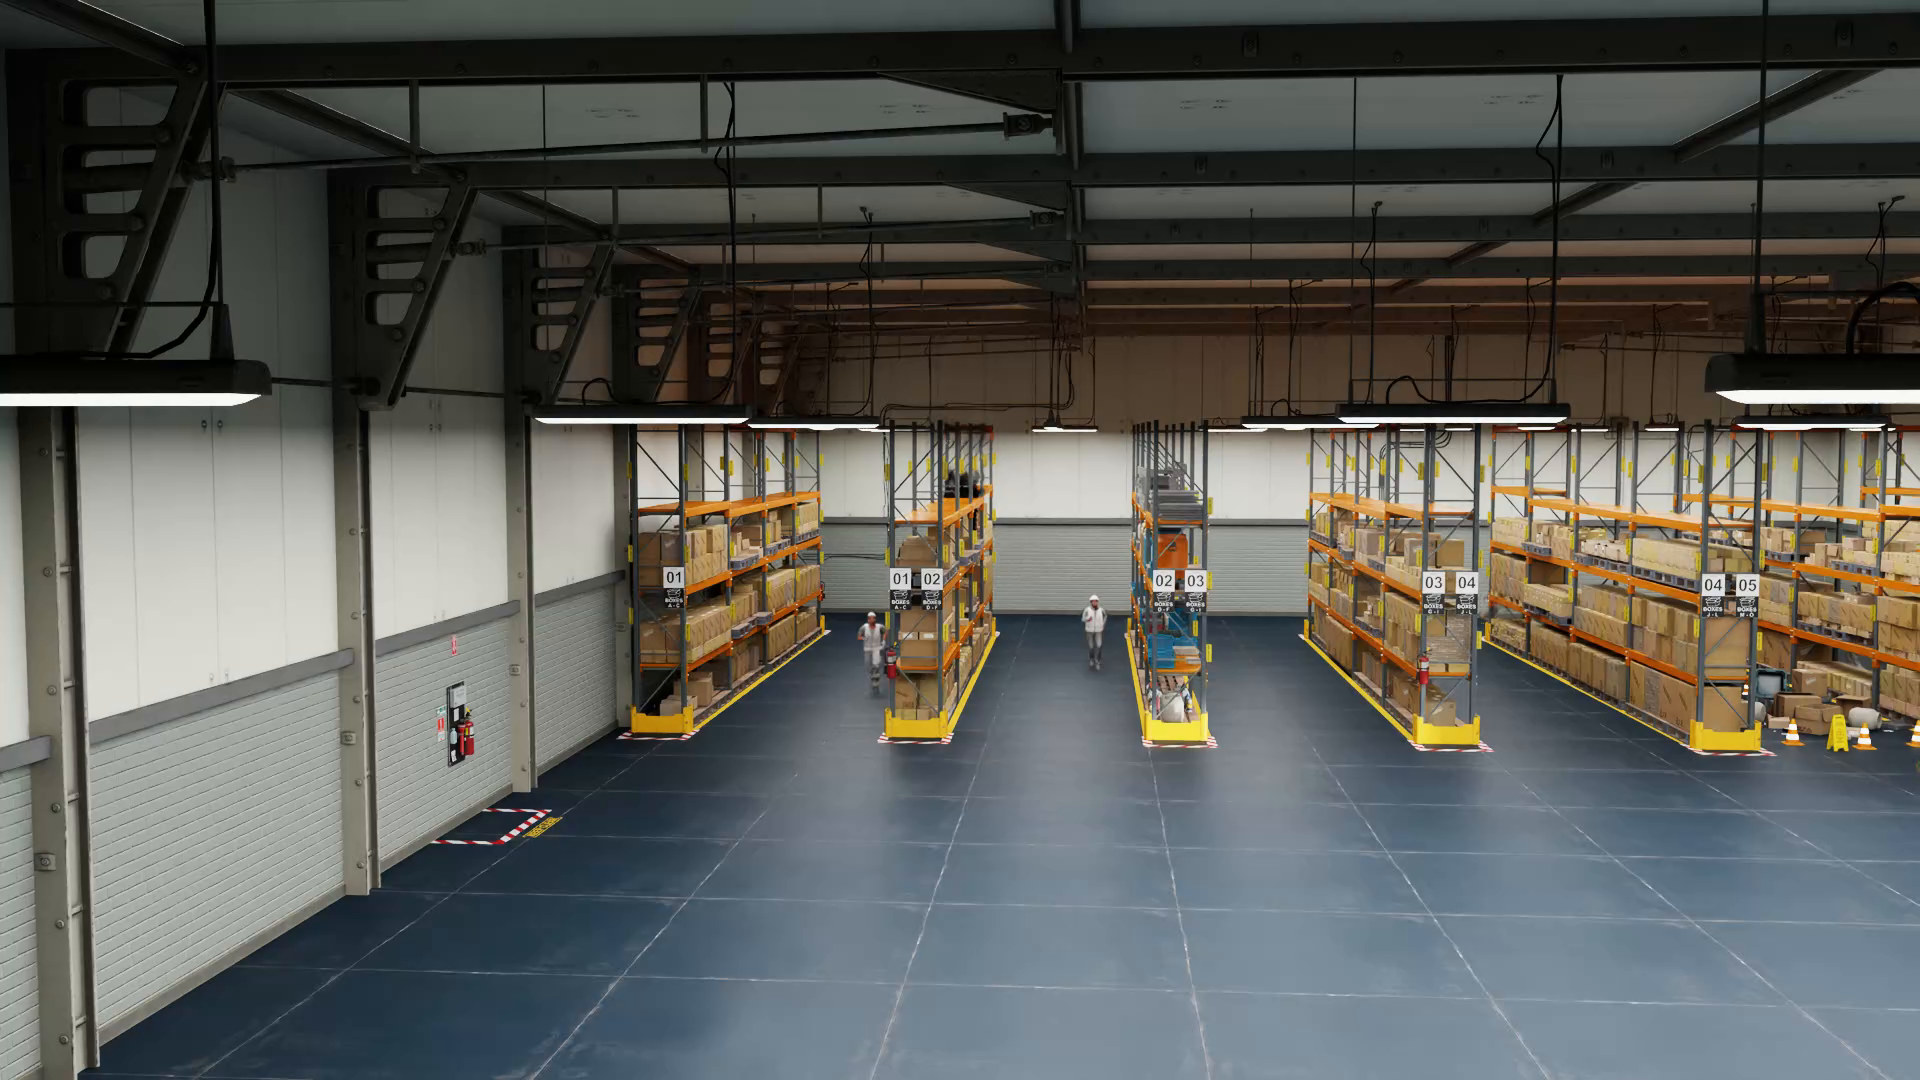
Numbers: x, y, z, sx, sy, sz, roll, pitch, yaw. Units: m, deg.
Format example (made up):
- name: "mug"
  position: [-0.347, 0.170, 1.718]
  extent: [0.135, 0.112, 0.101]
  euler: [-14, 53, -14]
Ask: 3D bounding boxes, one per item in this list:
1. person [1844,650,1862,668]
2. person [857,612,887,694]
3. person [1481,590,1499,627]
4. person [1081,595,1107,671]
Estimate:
- name: "person"
  position: [21.252, 2.445, 39.580]
  extent: [0.546, 1.562, 0.496]
  euler: [0, 4, -2]
- name: "person"
  position: [-1.960, 2.501, 37.003]
  extent: [0.631, 1.823, 0.825]
  euler: [0, 4, 6]
- name: "person"
  position: [15.243, 1.898, 47.578]
  extent: [0.638, 1.690, 0.758]
  euler: [1, 4, 16]
- name: "person"
  position: [3.288, 2.238, 40.652]
  extent: [0.641, 1.782, 0.726]
  euler: [0, 4, 3]
